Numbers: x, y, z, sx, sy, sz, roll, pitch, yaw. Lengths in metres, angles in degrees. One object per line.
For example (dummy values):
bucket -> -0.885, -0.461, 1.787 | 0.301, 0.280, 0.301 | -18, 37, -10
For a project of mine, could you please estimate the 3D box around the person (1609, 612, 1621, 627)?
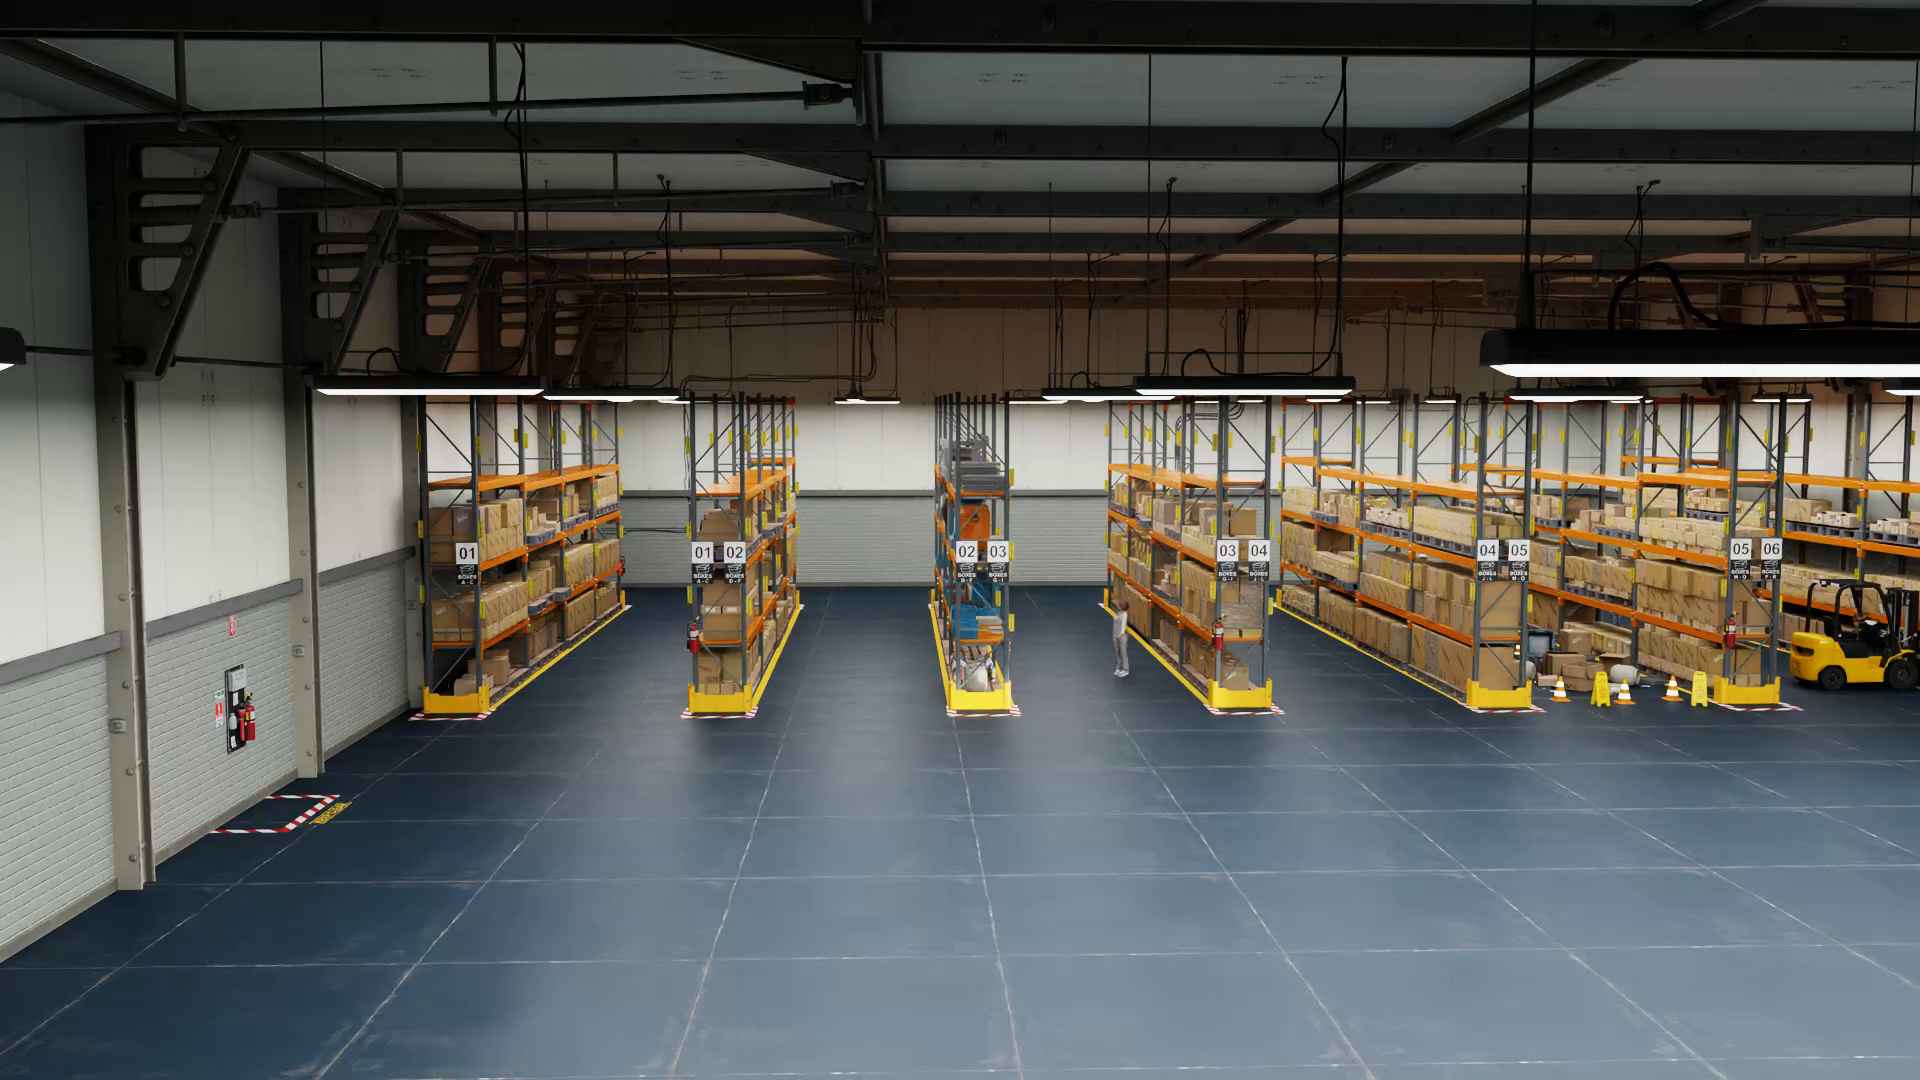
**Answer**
person -> 16.700, 1.443, 42.533 | 0.459, 1.772, 0.594 | 2, 5, 19

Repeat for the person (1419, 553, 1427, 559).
person -> 12.611, 1.213, 45.406 | 0.432, 1.769, 0.629 | 0, 5, 3

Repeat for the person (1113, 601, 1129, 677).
person -> 3.428, 2.087, 35.500 | 0.350, 1.604, 0.457 | -2, 5, -26
